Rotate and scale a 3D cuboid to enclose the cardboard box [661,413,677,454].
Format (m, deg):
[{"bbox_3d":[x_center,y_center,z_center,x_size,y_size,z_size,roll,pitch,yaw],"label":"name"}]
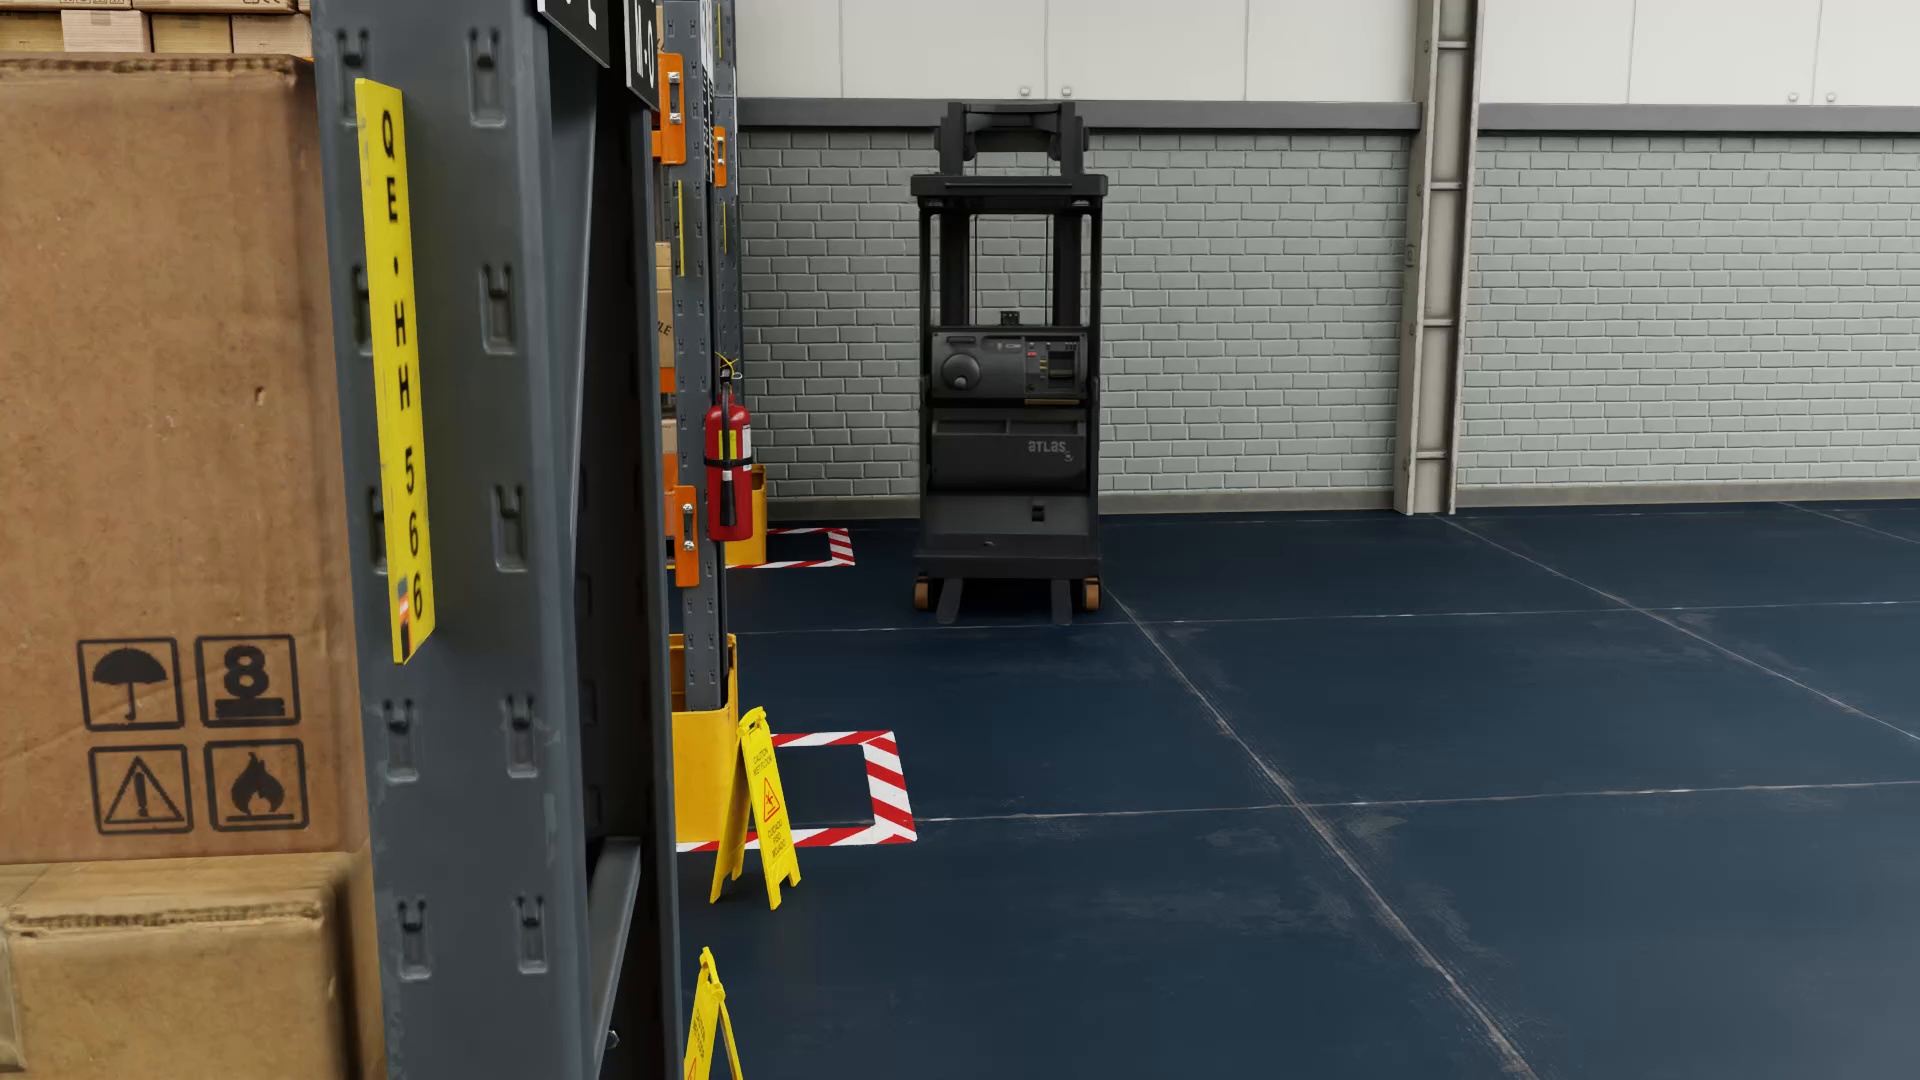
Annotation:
[{"bbox_3d":[-1.970,-0.694,11.068,0.500,0.250,0.500,-1,11,-4],"label":"cardboard box"}]

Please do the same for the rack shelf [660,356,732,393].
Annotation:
[{"bbox_3d":[-3.534,-1.021,11.151,4.000,0.370,1.077,-1,11,-6],"label":"rack shelf"}]

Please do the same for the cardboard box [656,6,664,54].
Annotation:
[{"bbox_3d":[-1.960,-3.136,10.659,0.500,0.500,0.500,-1,11,-4],"label":"cardboard box"}]

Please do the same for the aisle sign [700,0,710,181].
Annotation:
[{"bbox_3d":[-0.913,-1.685,5.924,0.004,0.787,0.394,-1,11,-6],"label":"aisle sign"}]

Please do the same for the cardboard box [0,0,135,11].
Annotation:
[{"bbox_3d":[-3.003,-1.913,5.663,0.500,0.250,0.500,-1,11,-6],"label":"cardboard box"}]

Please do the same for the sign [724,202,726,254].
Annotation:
[{"bbox_3d":[-1.501,-1.996,10.628,0.005,0.325,0.100,-1,11,-6],"label":"sign"}]

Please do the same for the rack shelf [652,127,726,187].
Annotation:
[{"bbox_3d":[-3.534,-2.493,10.861,4.000,0.370,1.077,-1,11,-6],"label":"rack shelf"}]

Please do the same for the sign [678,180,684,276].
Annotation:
[{"bbox_3d":[-0.966,-1.080,5.766,0.005,0.325,0.100,-1,11,-6],"label":"sign"}]

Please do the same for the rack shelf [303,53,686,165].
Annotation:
[{"bbox_3d":[-2.995,-1.541,6.020,4.000,0.370,1.077,-1,11,-6],"label":"rack shelf"}]

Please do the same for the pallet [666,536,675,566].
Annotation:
[{"bbox_3d":[-2.302,-0.024,11.440,1.213,0.211,1.003,-1,11,-6],"label":"pallet"}]

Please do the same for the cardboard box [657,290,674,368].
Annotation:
[{"bbox_3d":[-2.007,-1.404,10.975,0.500,0.500,0.500,-1,11,-7],"label":"cardboard box"}]

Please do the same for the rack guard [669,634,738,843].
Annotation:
[{"bbox_3d":[-1.082,0.764,6.685,0.348,0.500,1.175,-1,11,-6],"label":"rack guard"}]

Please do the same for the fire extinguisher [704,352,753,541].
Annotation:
[{"bbox_3d":[-0.843,-0.340,6.022,0.183,0.674,0.296,-1,11,-6],"label":"fire extinguisher"}]

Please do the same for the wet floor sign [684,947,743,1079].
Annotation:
[{"bbox_3d":[-0.556,1.258,3.795,0.232,0.644,0.267,-3,12,-16],"label":"wet floor sign"}]

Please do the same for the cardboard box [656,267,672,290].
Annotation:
[{"bbox_3d":[-1.860,-1.722,10.911,0.250,0.149,0.380,-1,11,-5],"label":"cardboard box"}]

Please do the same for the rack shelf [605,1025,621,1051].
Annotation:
[{"bbox_3d":[-2.360,0.878,1.491,4.000,0.370,1.077,-1,11,-6],"label":"rack shelf"}]

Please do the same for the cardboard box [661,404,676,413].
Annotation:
[{"bbox_3d":[-2.044,-0.789,11.555,0.500,0.250,0.500,-1,11,-7],"label":"cardboard box"}]

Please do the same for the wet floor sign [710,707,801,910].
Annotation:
[{"bbox_3d":[-0.702,0.893,5.655,0.232,0.644,0.267,3,11,14],"label":"wet floor sign"}]

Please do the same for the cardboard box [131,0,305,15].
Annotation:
[{"bbox_3d":[-2.501,-1.924,5.719,0.500,0.250,0.500,-1,11,-4],"label":"cardboard box"}]

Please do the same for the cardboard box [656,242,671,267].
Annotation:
[{"bbox_3d":[-1.879,-1.881,10.949,0.250,0.149,0.380,-1,11,-6],"label":"cardboard box"}]

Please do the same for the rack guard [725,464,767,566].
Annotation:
[{"bbox_3d":[-1.522,-0.190,11.537,0.348,0.500,1.175,-1,11,-6],"label":"rack guard"}]

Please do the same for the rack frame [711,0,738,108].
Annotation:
[{"bbox_3d":[-1.546,-4.359,10.714,0.127,3.000,1.000,-1,11,-6],"label":"rack frame"}]

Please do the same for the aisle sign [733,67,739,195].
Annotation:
[{"bbox_3d":[-1.449,-2.636,10.763,0.004,0.787,0.394,-1,11,-6],"label":"aisle sign"}]

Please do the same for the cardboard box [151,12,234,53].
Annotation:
[{"bbox_3d":[-2.607,-1.730,5.767,0.250,0.149,0.380,-2,11,-8],"label":"cardboard box"}]

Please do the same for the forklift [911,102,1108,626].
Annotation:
[{"bbox_3d":[0.289,-1.080,9.762,1.130,2.935,3.031,0,11,2],"label":"forklift"}]

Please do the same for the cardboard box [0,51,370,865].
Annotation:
[{"bbox_3d":[-0.744,-0.120,1.513,0.550,0.550,0.875,-1,11,-6],"label":"cardboard box"}]

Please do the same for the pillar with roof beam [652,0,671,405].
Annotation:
[{"bbox_3d":[-1.871,-3.692,7.320,0.400,9.000,9.100,-1,11,-6],"label":"pillar with roof beam"}]

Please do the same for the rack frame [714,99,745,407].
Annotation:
[{"bbox_3d":[-1.546,-1.416,11.293,0.127,3.000,1.000,-1,11,-6],"label":"rack frame"}]

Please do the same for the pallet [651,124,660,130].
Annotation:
[{"bbox_3d":[-2.252,-2.834,10.963,1.213,0.211,1.003,-1,11,-6],"label":"pallet"}]

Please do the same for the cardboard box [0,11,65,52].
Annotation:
[{"bbox_3d":[-3.111,-1.721,5.719,0.250,0.149,0.380,-1,11,-6],"label":"cardboard box"}]

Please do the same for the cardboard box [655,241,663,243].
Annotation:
[{"bbox_3d":[-2.174,-1.969,11.398,0.250,0.149,0.380,-1,11,-4],"label":"cardboard box"}]

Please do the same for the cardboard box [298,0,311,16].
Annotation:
[{"bbox_3d":[-1.988,-1.938,5.792,0.500,0.250,0.500,-1,11,-7],"label":"cardboard box"}]

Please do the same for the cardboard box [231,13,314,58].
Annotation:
[{"bbox_3d":[-2.344,-1.734,5.788,0.250,0.149,0.380,-1,11,-7],"label":"cardboard box"}]

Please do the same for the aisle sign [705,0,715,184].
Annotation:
[{"bbox_3d":[-0.978,-1.800,6.510,0.004,0.787,0.394,-1,11,-6],"label":"aisle sign"}]

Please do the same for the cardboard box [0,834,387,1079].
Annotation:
[{"bbox_3d":[-0.735,0.426,1.536,0.550,0.550,0.875,-1,11,-6],"label":"cardboard box"}]

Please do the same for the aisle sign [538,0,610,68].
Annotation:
[{"bbox_3d":[-0.268,-0.736,1.098,0.004,0.787,0.394,-1,11,-6],"label":"aisle sign"}]

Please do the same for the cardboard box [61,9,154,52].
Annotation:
[{"bbox_3d":[-2.853,-1.711,5.670,0.250,0.149,0.380,-1,11,-7],"label":"cardboard box"}]

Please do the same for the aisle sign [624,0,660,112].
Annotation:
[{"bbox_3d":[-0.333,-0.851,1.683,0.004,0.787,0.394,-1,11,-6],"label":"aisle sign"}]

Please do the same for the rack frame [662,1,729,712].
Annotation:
[{"bbox_3d":[-1.006,-0.464,6.452,0.127,3.000,1.000,-1,11,-6],"label":"rack frame"}]

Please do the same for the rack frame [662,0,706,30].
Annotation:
[{"bbox_3d":[-1.006,-3.408,5.873,0.127,3.000,1.000,-1,11,-6],"label":"rack frame"}]

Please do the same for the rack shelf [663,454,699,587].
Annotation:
[{"bbox_3d":[-2.995,-0.069,6.309,4.000,0.370,1.077,-1,11,-6],"label":"rack shelf"}]

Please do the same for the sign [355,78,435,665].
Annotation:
[{"bbox_3d":[-0.326,-0.097,0.968,0.005,0.325,0.100,-1,11,-6],"label":"sign"}]

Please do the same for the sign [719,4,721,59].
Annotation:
[{"bbox_3d":[-1.501,-3.179,10.395,0.005,0.325,0.100,-1,11,-6],"label":"sign"}]

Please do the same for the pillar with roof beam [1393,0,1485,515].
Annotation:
[{"bbox_3d":[4.094,-3.817,7.956,0.400,9.000,9.100,-1,11,-6],"label":"pillar with roof beam"}]
